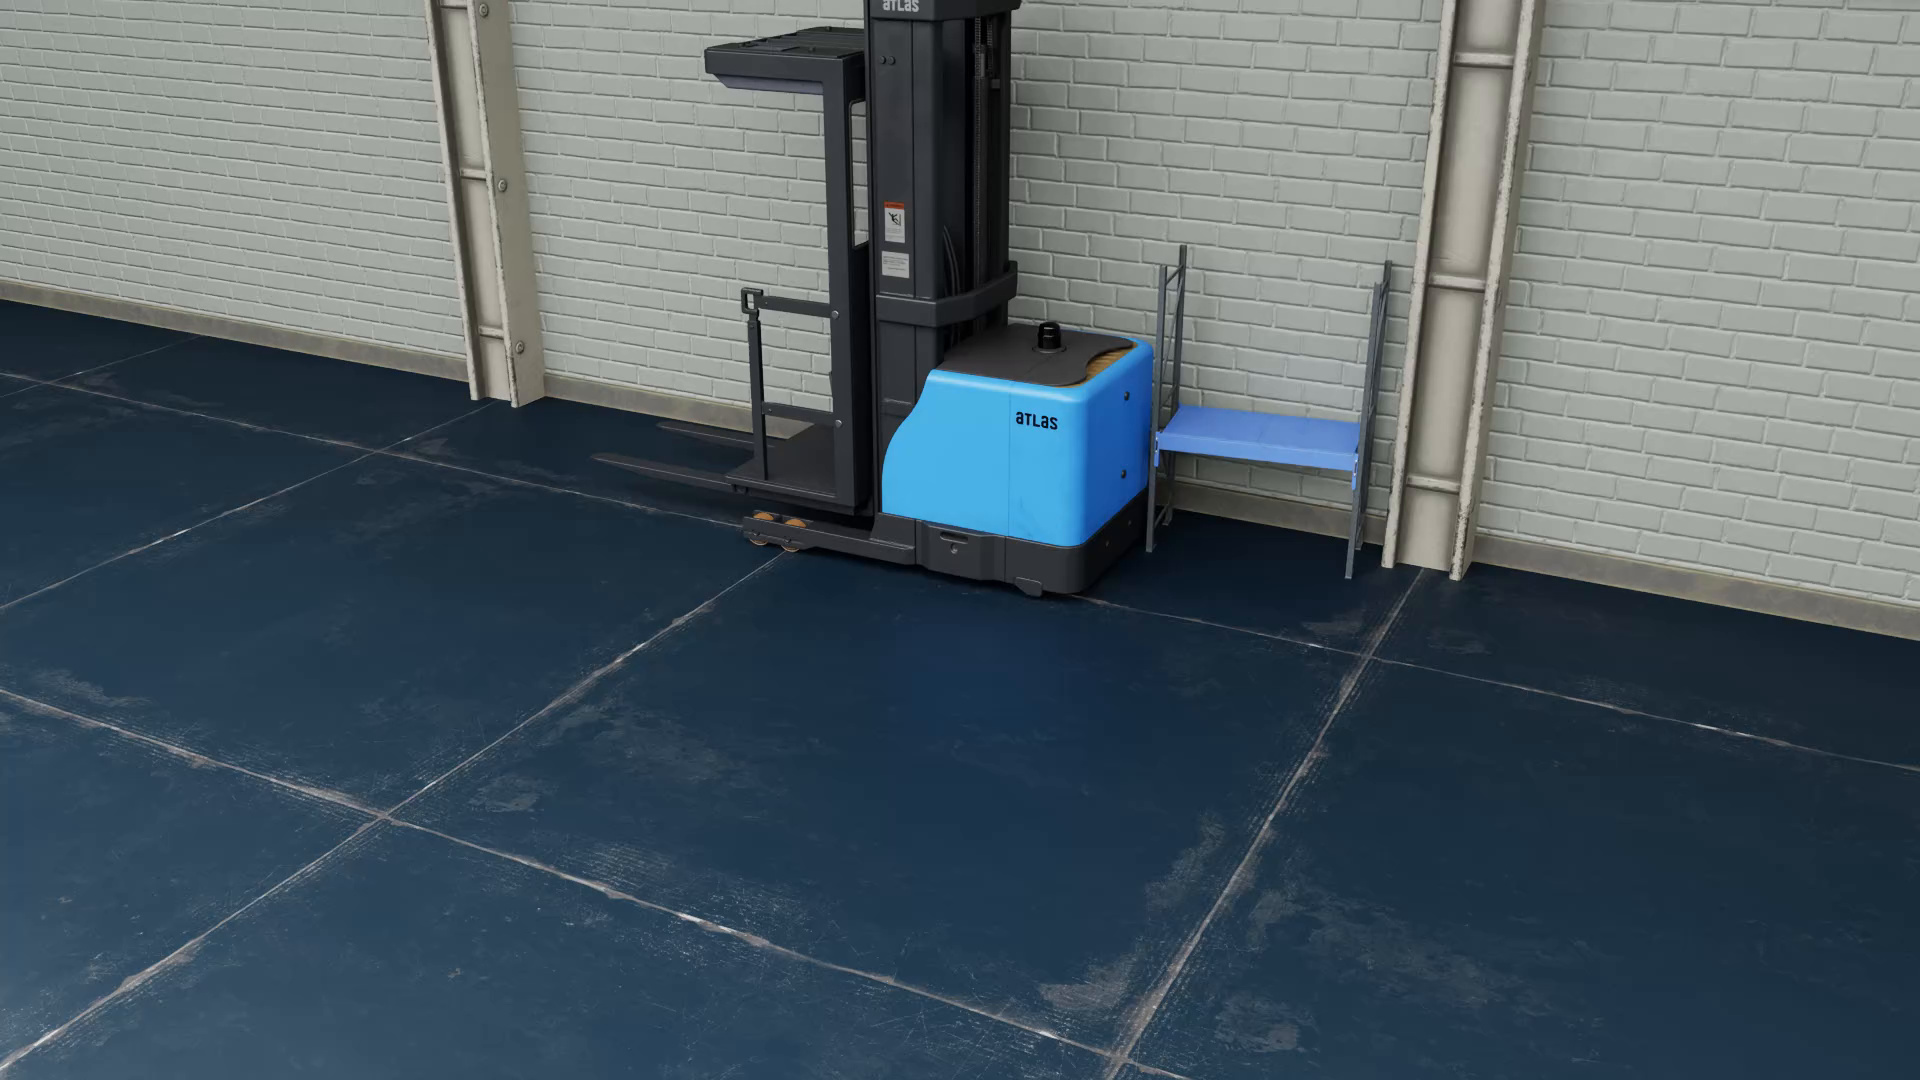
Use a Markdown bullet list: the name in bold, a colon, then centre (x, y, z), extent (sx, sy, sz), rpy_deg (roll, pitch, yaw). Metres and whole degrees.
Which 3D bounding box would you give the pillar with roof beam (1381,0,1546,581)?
- **pillar with roof beam**: centre (0.440, -2.523, 3.185), extent (0.400, 9.000, 9.100), rpy_deg (11, 25, 25)

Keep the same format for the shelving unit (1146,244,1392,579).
- **shelving unit**: centre (1.538, -0.653, 8.370), extent (1.048, 1.500, 0.538), rpy_deg (8, 24, 18)

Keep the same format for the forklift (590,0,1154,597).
- **forklift**: centre (-0.563, -1.459, 8.435), extent (3.031, 2.935, 1.130), rpy_deg (11, 25, 24)

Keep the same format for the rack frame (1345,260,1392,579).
- **rack frame**: centre (2.018, -0.588, 8.216), extent (0.032, 1.500, 0.500), rpy_deg (8, 24, 18)

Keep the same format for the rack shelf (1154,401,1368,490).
- **rack shelf**: centre (1.538, -0.488, 8.440), extent (1.000, 0.185, 0.538), rpy_deg (8, 24, 18)

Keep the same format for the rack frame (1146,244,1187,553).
- **rack frame**: centre (1.057, -0.719, 8.524), extent (0.032, 1.500, 0.500), rpy_deg (8, 24, 18)

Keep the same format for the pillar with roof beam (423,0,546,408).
- **pillar with roof beam**: centre (-4.914, -3.583, 5.676), extent (0.400, 9.000, 9.100), rpy_deg (11, 25, 25)
